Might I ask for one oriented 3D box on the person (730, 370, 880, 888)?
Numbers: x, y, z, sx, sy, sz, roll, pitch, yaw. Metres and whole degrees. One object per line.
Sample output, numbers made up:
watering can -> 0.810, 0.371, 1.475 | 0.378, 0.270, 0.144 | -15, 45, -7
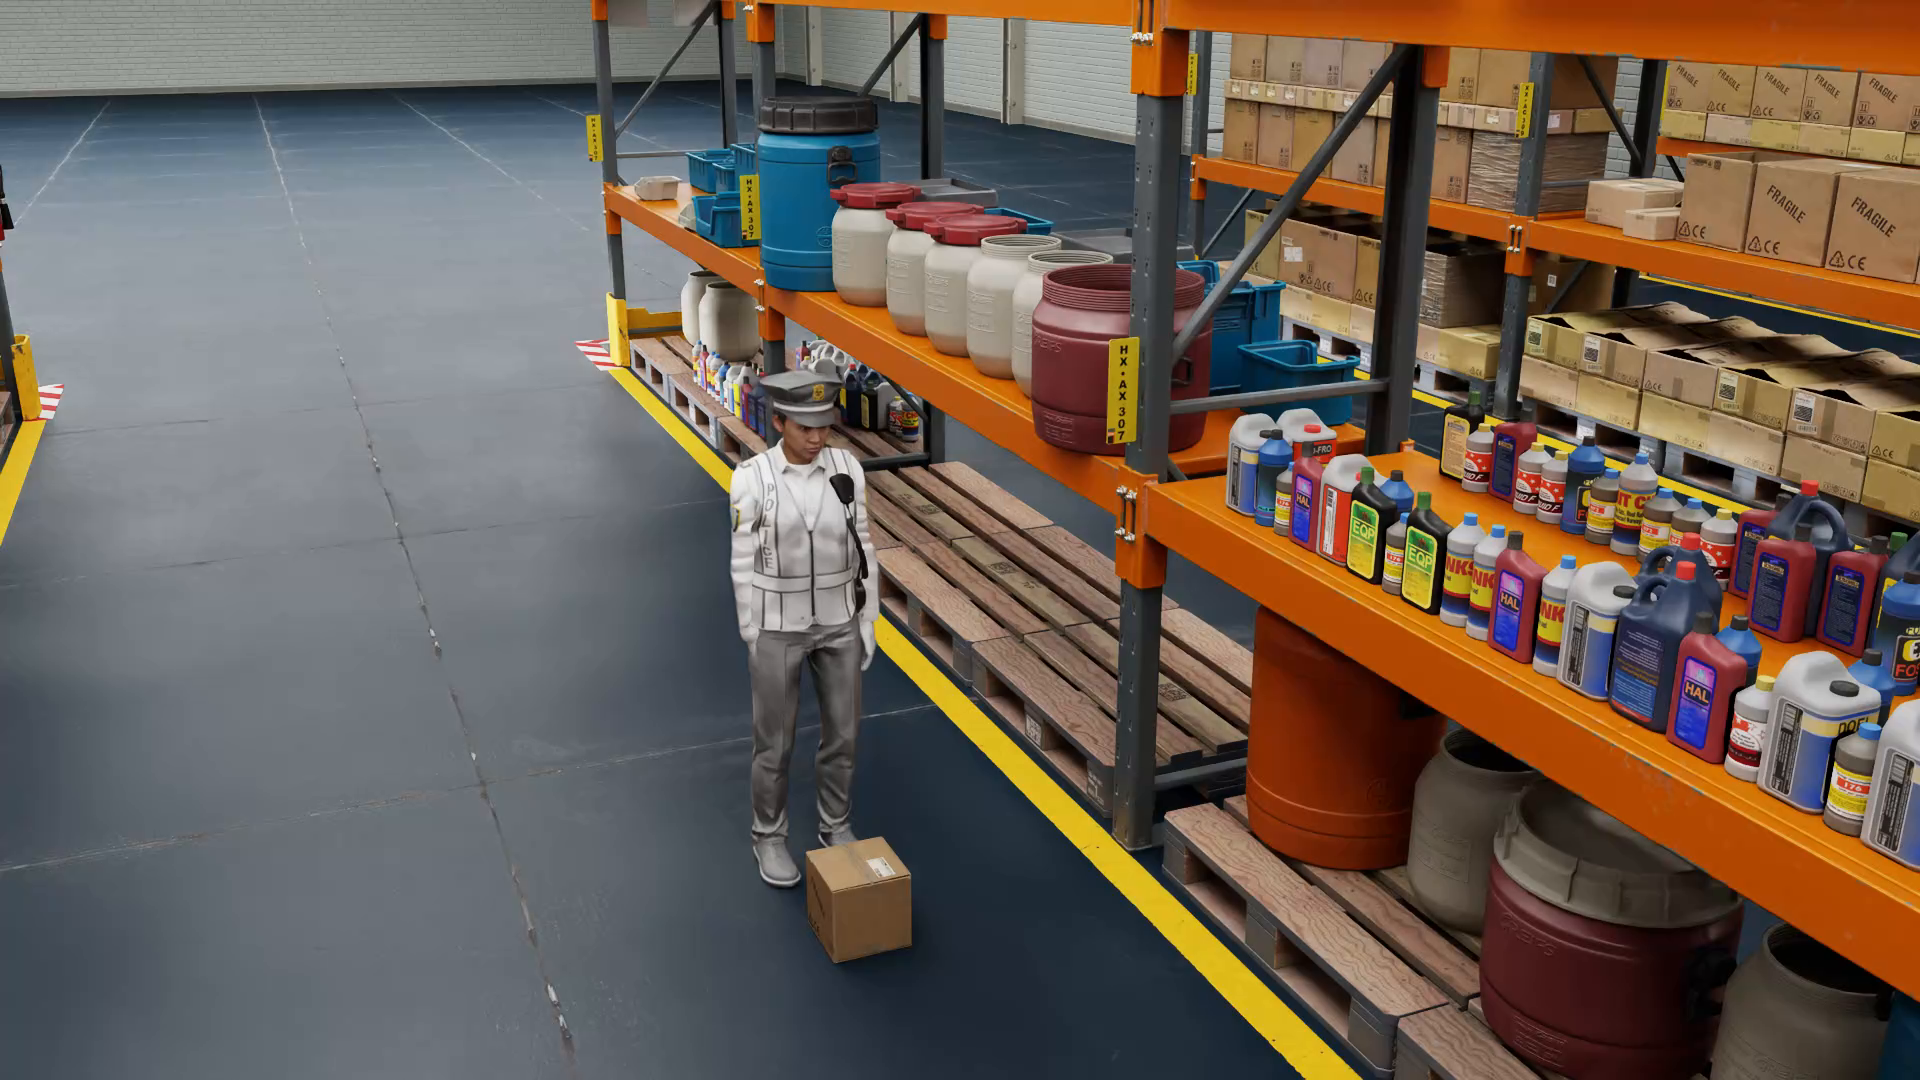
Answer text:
person -> -0.473, 0.285, 5.243 | 0.469, 1.663, 0.328 | -8, 20, -21
